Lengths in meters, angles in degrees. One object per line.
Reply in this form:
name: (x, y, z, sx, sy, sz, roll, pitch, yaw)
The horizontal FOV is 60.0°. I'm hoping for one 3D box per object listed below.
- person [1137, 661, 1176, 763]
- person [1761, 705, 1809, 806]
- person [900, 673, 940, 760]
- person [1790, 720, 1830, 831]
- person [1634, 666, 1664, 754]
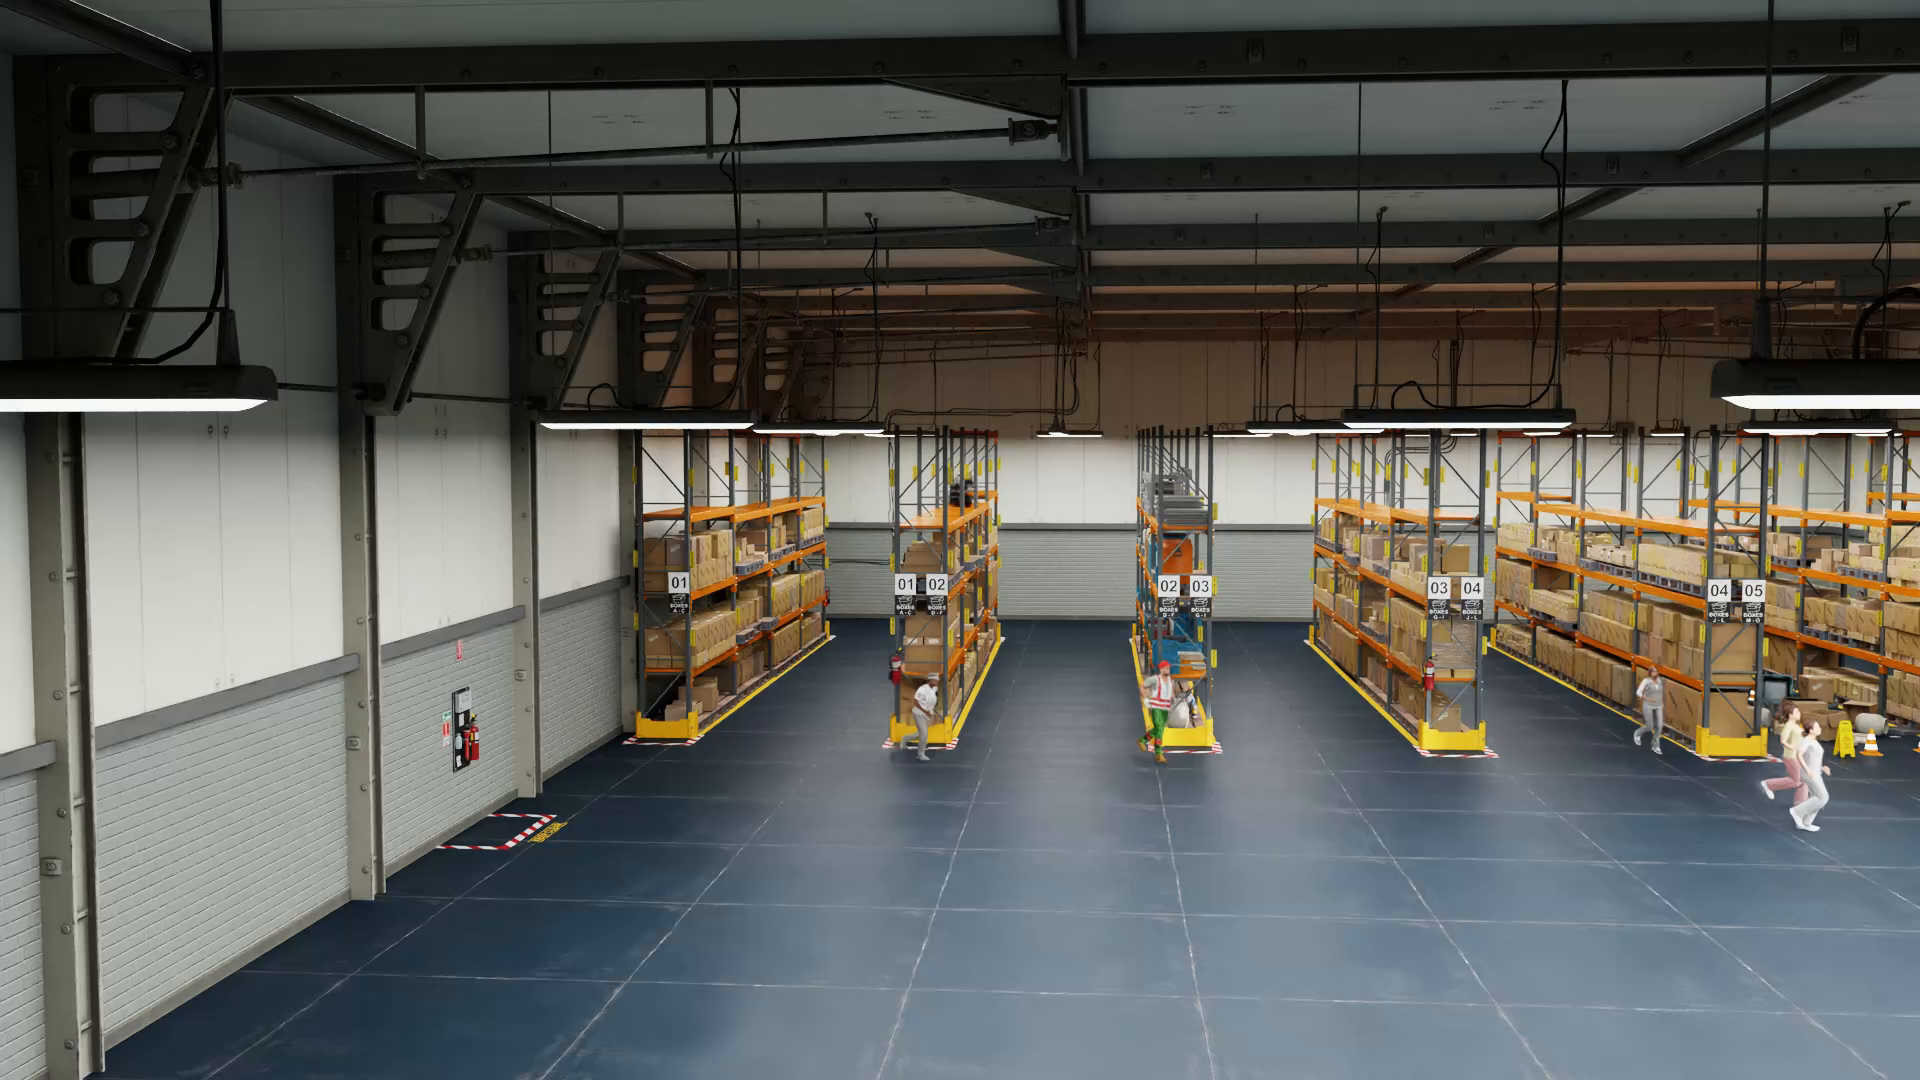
person: (3.595, 3.047, 29.918, 0.709, 1.763, 0.890, -2, 4, -34)
person: (12.832, 3.361, 25.693, 0.776, 1.637, 0.579, 3, 4, 36)
person: (-0.696, 3.153, 29.935, 0.785, 1.598, 0.549, 3, 4, 40)
person: (12.457, 3.442, 24.344, 0.512, 1.633, 0.569, 3, 4, 38)
person: (12.700, 3.112, 30.600, 0.548, 1.596, 0.669, -1, 3, -11)
